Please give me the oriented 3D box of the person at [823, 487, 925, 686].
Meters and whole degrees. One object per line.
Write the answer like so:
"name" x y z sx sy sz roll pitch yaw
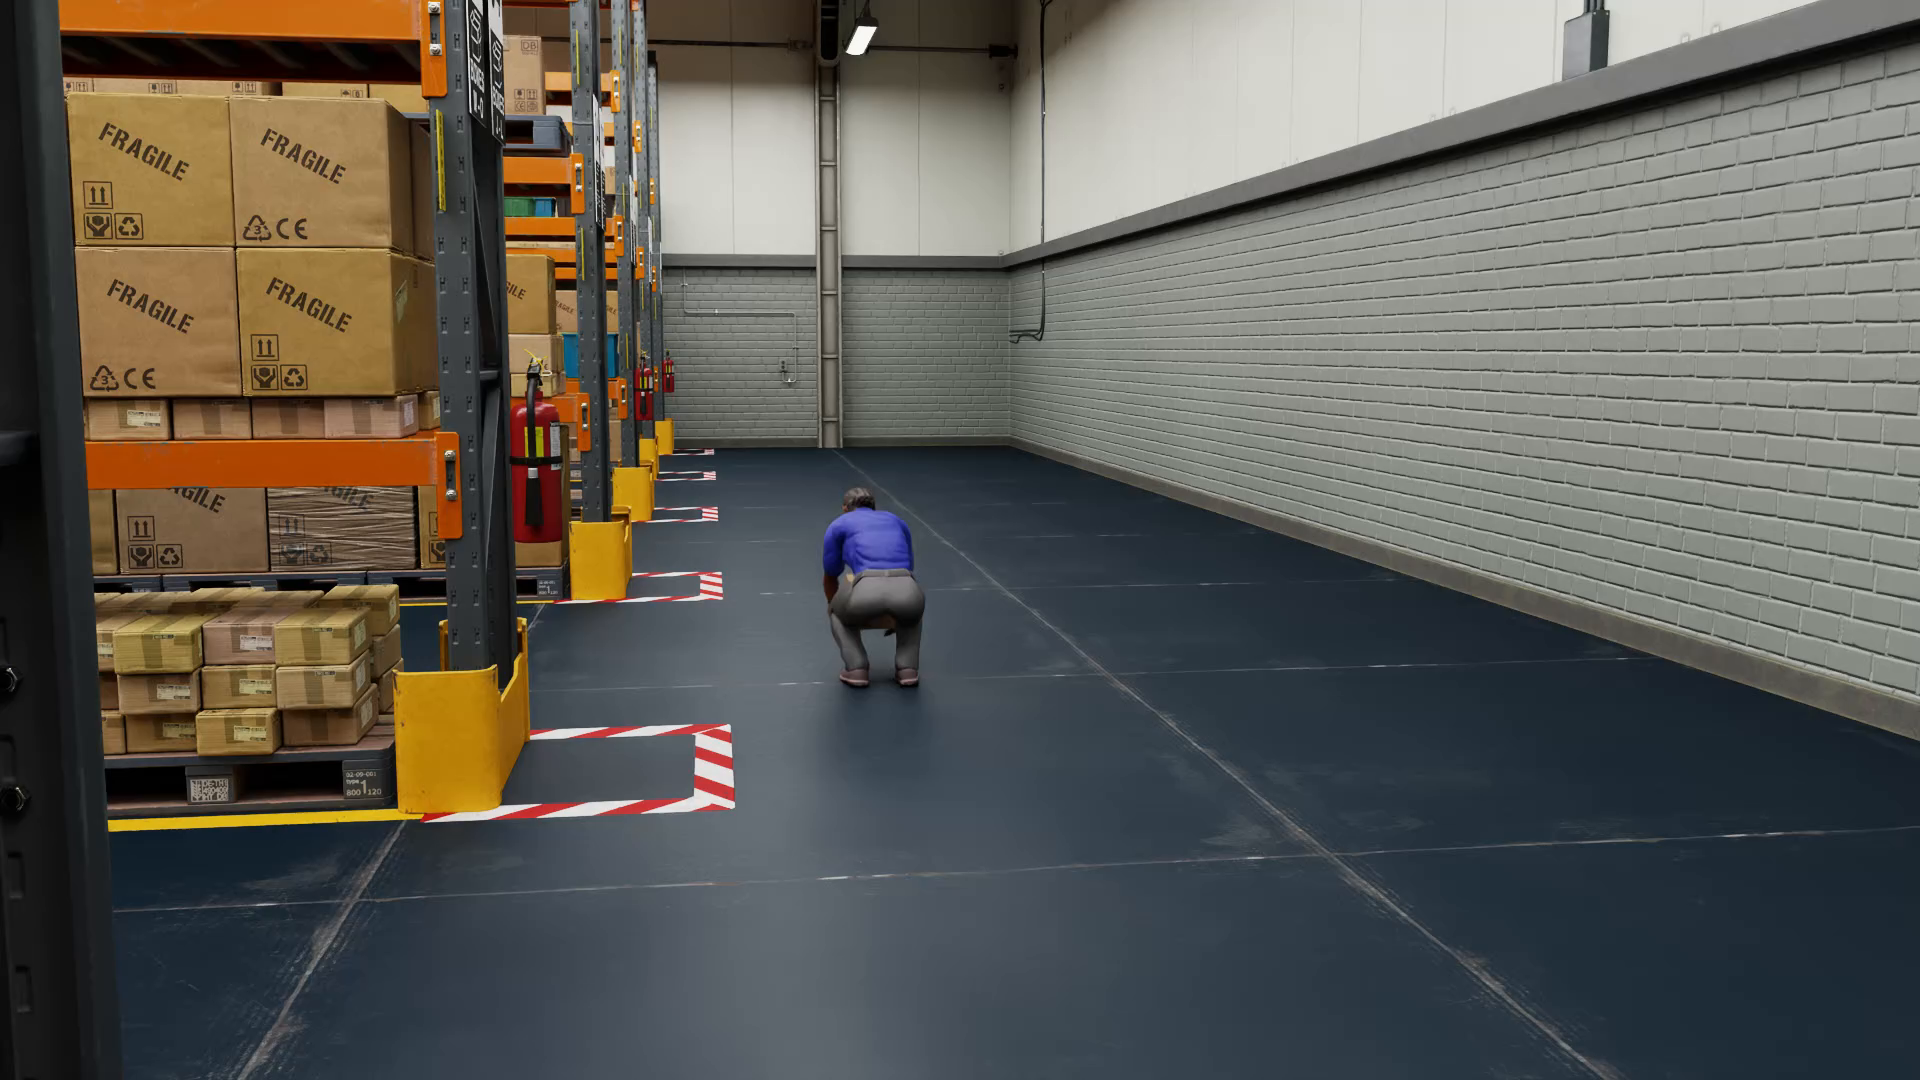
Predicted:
"person" -0.422 0.223 8.159 0.483 0.926 0.823 -1 7 -9
